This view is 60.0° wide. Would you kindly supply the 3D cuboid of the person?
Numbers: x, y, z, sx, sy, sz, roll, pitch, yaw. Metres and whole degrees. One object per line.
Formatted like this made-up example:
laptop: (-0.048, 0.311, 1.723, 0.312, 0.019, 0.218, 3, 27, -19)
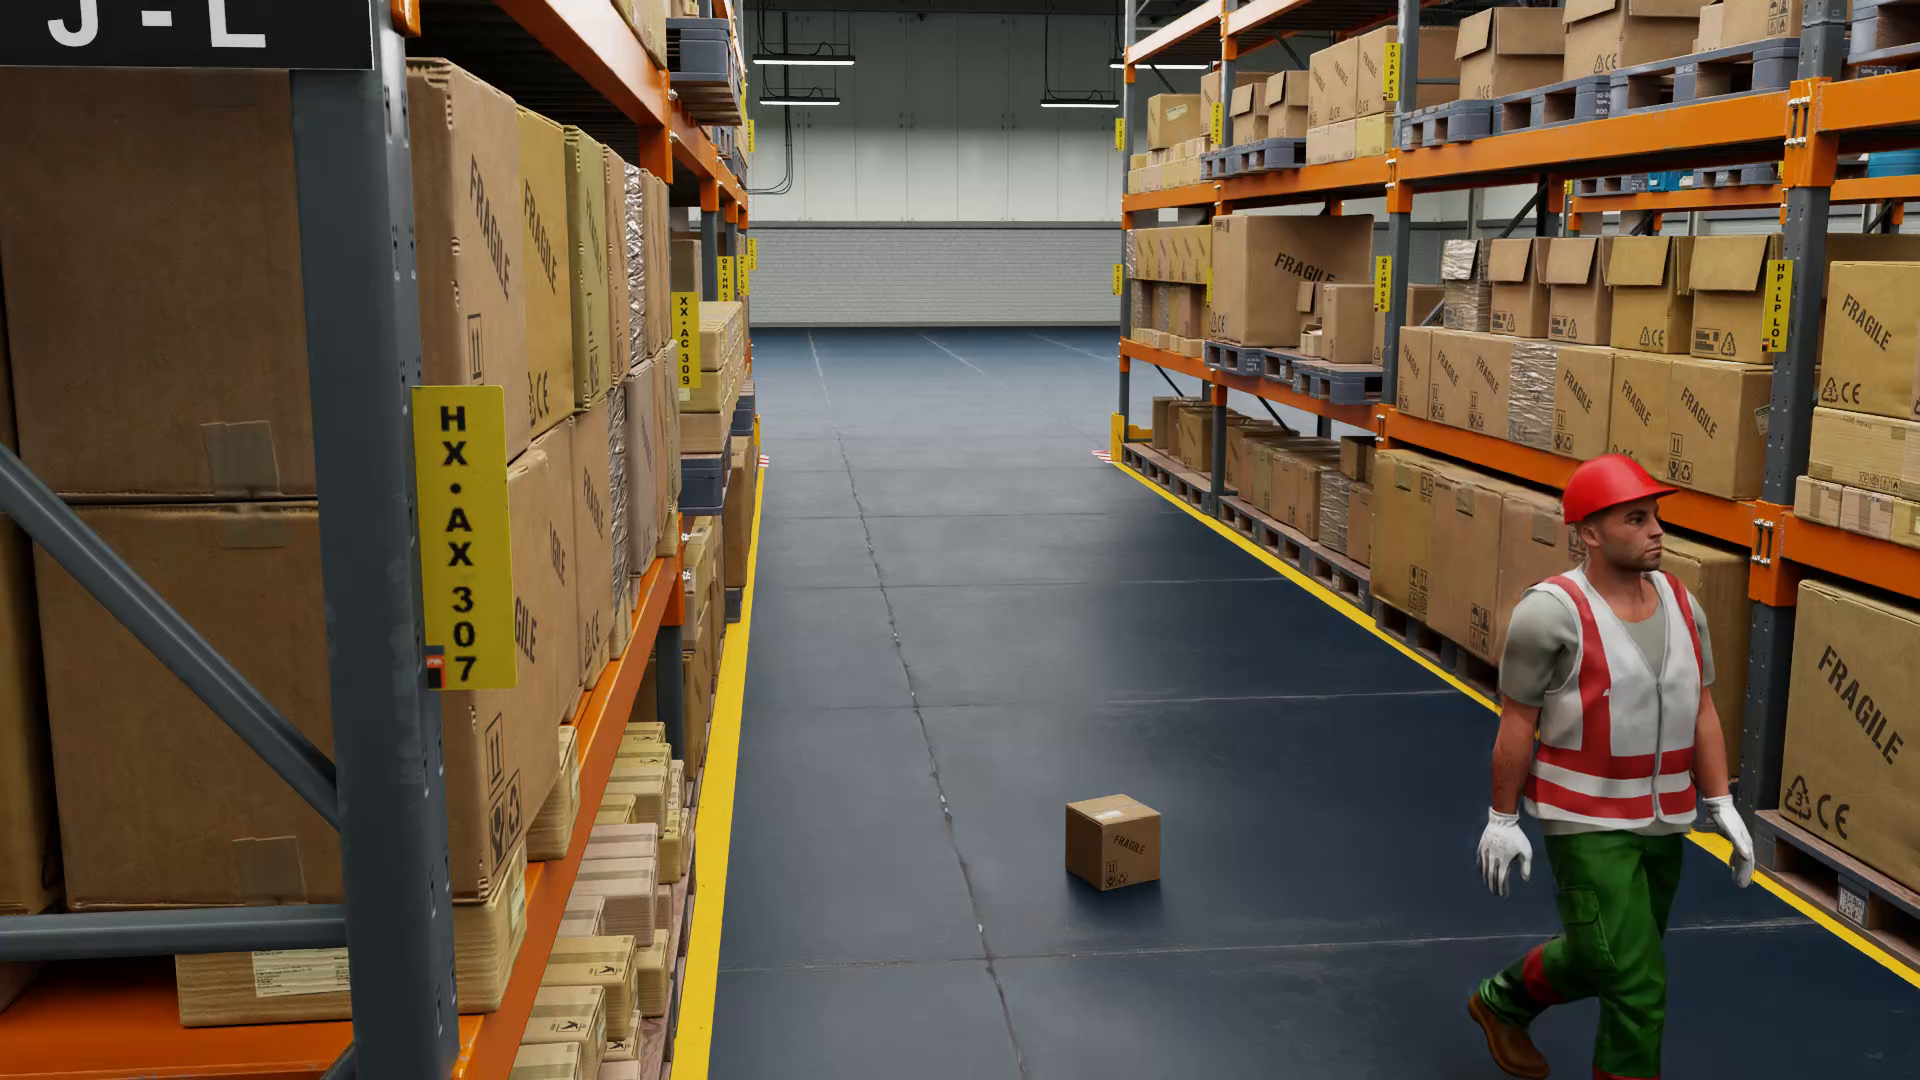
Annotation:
person: (1.573, 0.669, 3.985, 0.586, 1.756, 0.949, -4, 11, -22)
